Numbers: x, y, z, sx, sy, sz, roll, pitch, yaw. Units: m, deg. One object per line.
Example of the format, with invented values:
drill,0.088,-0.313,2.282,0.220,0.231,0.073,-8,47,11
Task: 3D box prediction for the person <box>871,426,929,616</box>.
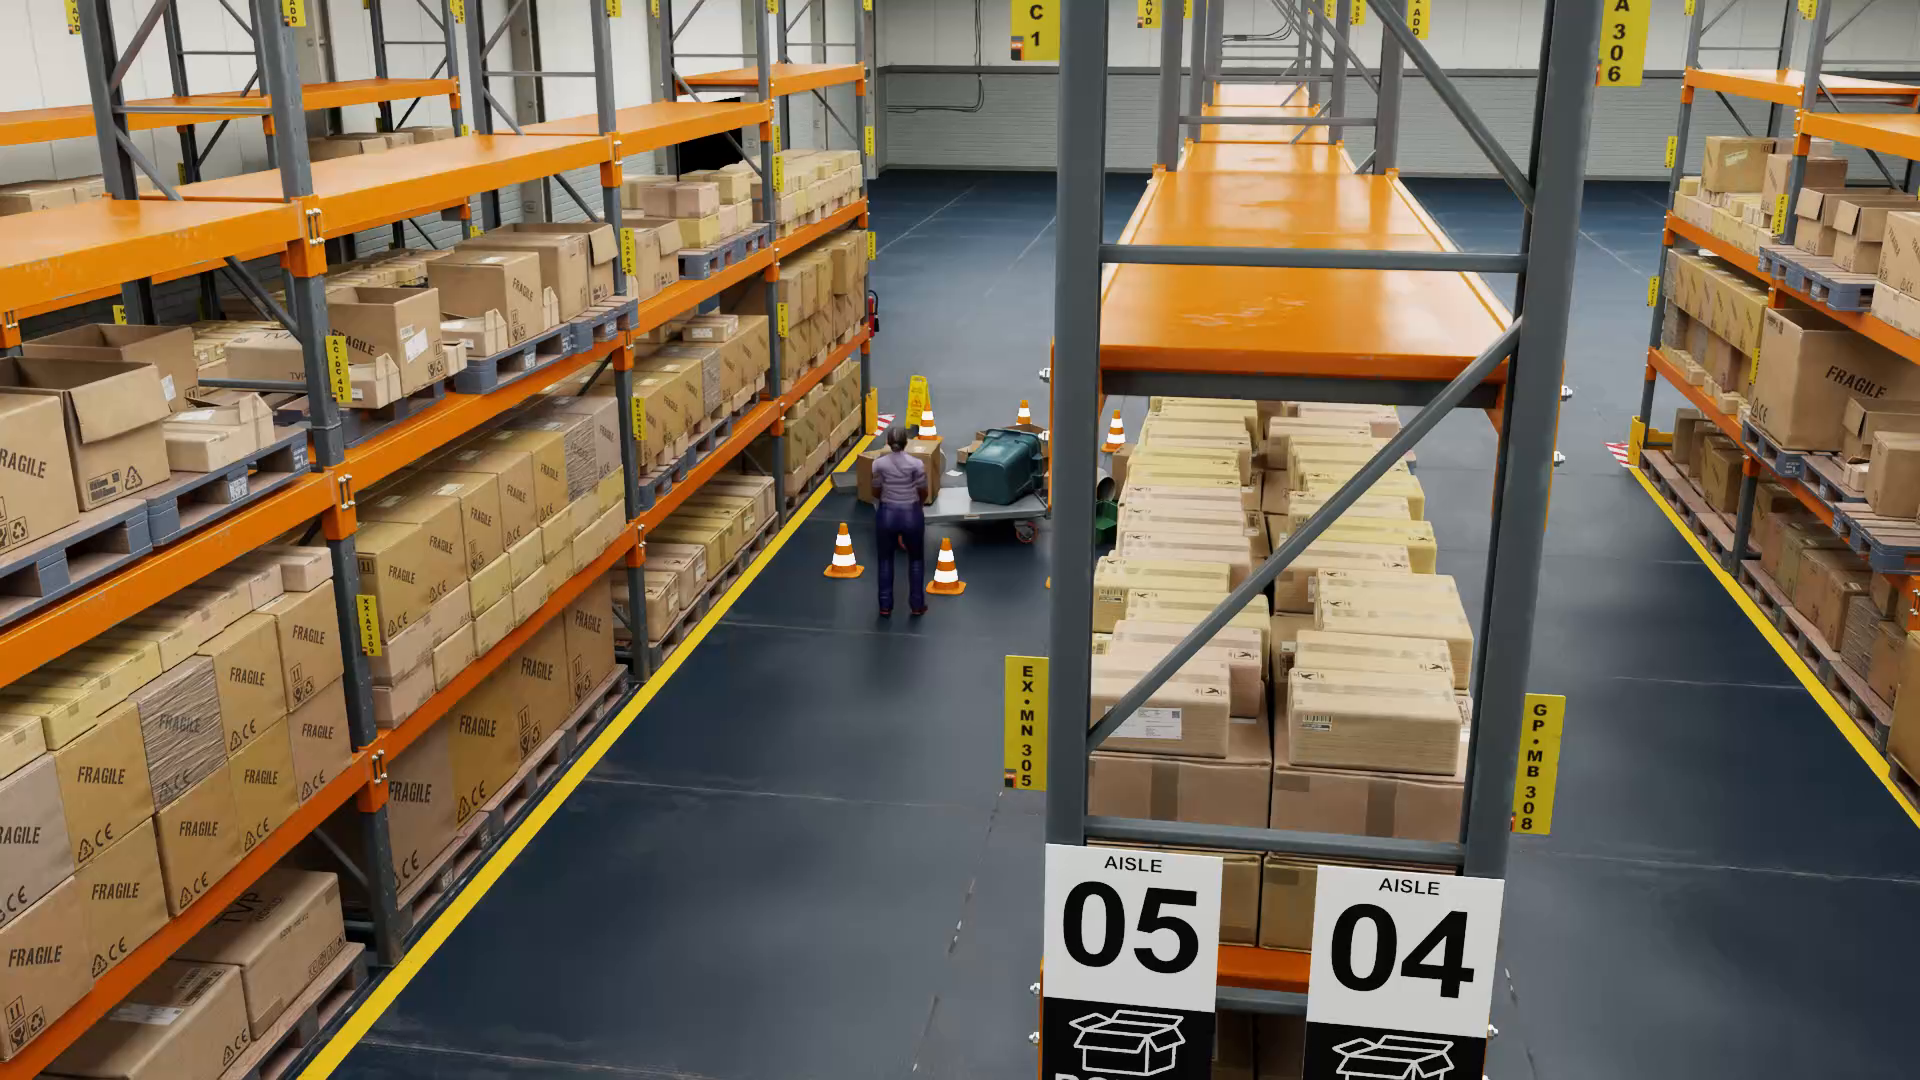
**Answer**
person,-0.498,-0.186,14.076,0.480,1.652,0.469,2,18,5
